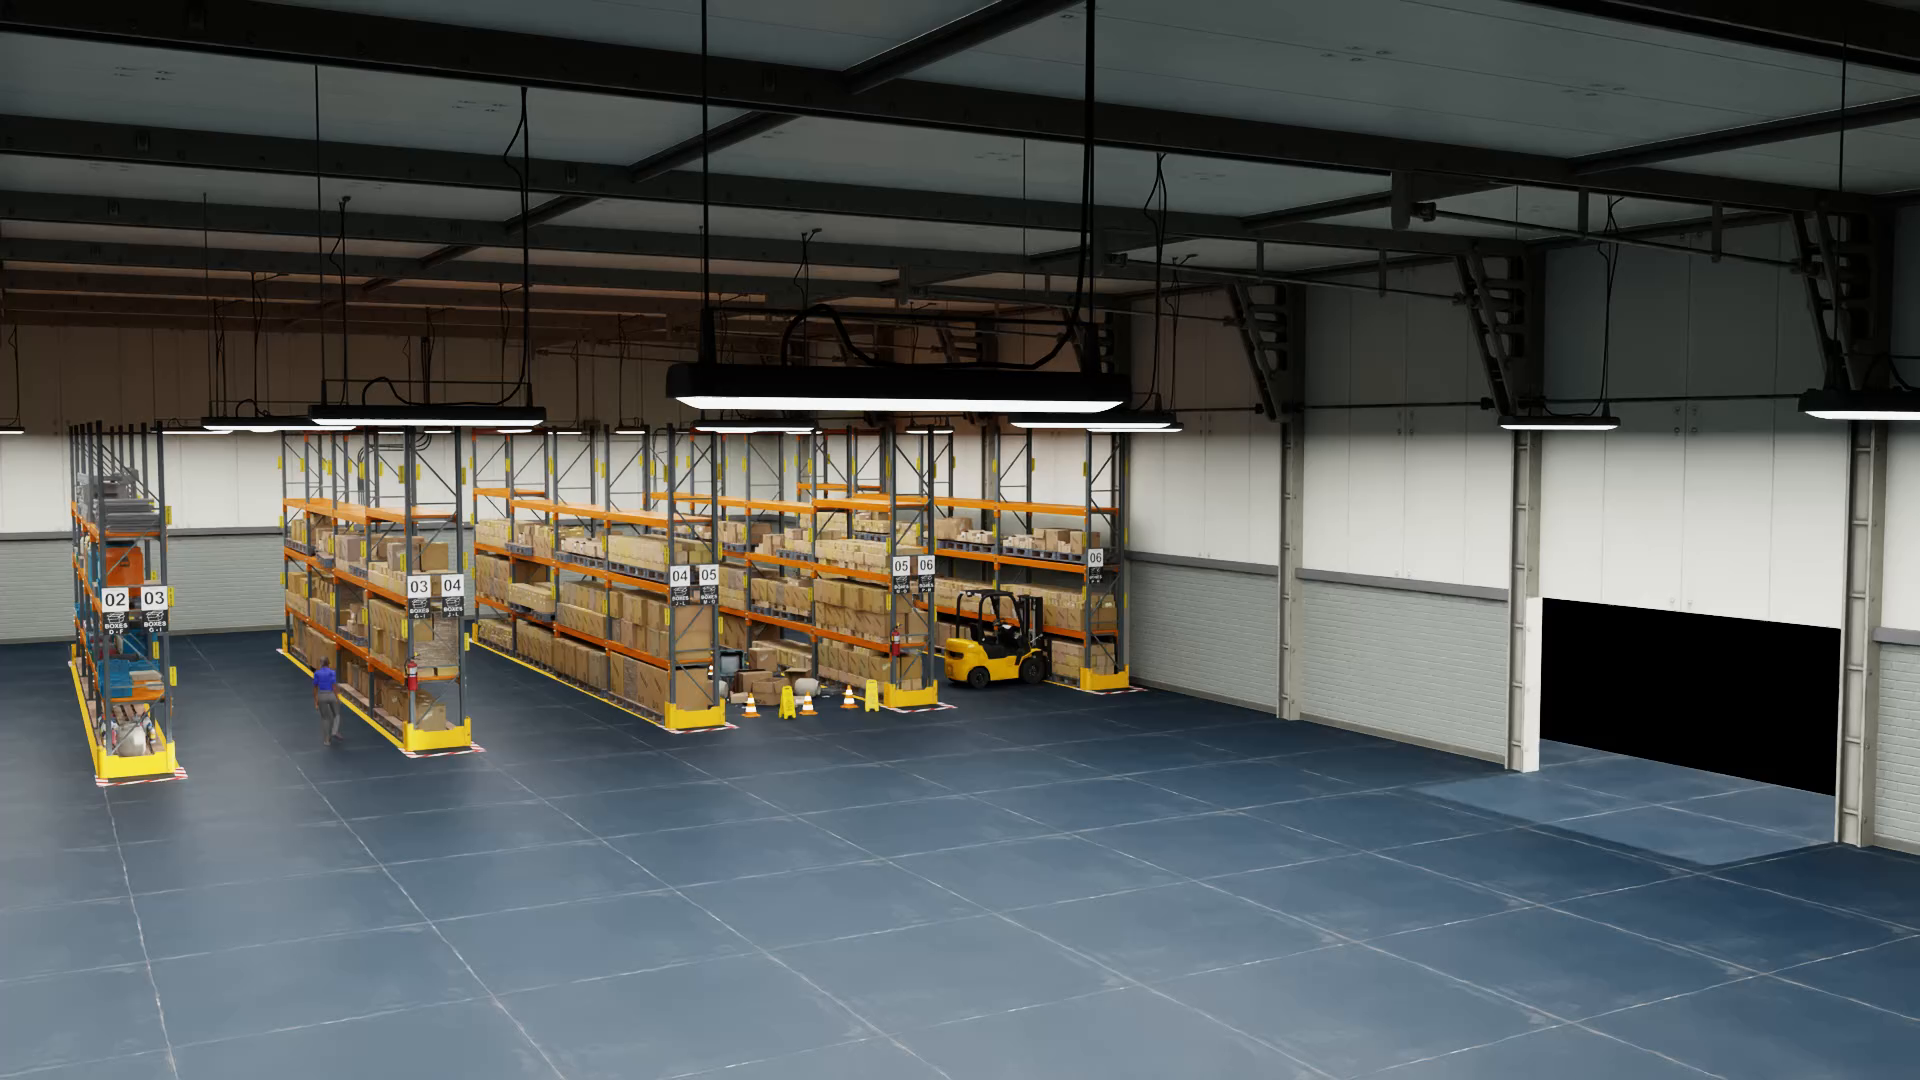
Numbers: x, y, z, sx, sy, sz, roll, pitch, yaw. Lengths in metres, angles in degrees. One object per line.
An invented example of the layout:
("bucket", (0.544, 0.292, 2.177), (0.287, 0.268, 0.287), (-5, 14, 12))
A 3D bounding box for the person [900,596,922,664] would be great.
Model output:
("person", (-1.231, 2.162, 39.887), (0.641, 1.646, 0.809), (-2, 4, -33))

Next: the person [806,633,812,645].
("person", (-3.951, 1.976, 44.469), (0.592, 1.608, 0.707), (-2, 4, -27))

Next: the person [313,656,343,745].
("person", (-11.759, 2.980, 30.943), (0.506, 1.646, 0.456), (-1, 4, -19))
